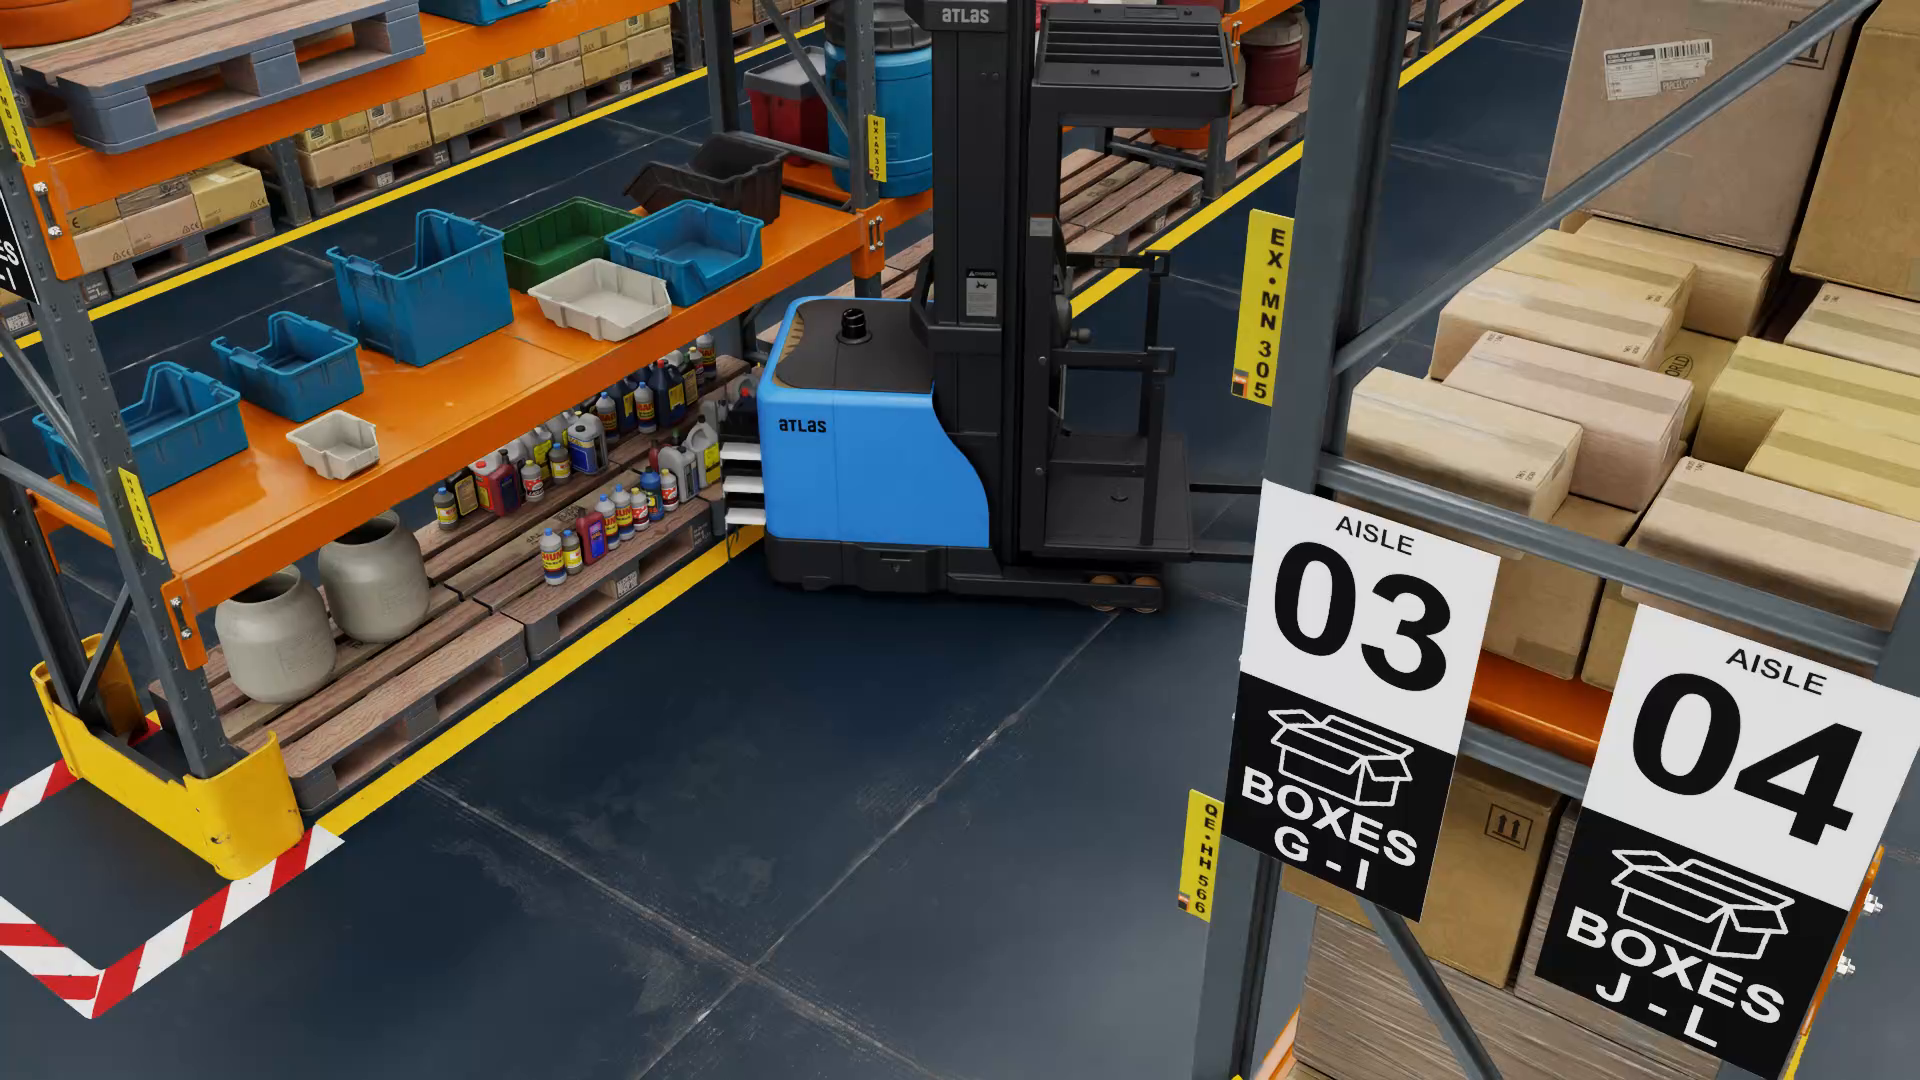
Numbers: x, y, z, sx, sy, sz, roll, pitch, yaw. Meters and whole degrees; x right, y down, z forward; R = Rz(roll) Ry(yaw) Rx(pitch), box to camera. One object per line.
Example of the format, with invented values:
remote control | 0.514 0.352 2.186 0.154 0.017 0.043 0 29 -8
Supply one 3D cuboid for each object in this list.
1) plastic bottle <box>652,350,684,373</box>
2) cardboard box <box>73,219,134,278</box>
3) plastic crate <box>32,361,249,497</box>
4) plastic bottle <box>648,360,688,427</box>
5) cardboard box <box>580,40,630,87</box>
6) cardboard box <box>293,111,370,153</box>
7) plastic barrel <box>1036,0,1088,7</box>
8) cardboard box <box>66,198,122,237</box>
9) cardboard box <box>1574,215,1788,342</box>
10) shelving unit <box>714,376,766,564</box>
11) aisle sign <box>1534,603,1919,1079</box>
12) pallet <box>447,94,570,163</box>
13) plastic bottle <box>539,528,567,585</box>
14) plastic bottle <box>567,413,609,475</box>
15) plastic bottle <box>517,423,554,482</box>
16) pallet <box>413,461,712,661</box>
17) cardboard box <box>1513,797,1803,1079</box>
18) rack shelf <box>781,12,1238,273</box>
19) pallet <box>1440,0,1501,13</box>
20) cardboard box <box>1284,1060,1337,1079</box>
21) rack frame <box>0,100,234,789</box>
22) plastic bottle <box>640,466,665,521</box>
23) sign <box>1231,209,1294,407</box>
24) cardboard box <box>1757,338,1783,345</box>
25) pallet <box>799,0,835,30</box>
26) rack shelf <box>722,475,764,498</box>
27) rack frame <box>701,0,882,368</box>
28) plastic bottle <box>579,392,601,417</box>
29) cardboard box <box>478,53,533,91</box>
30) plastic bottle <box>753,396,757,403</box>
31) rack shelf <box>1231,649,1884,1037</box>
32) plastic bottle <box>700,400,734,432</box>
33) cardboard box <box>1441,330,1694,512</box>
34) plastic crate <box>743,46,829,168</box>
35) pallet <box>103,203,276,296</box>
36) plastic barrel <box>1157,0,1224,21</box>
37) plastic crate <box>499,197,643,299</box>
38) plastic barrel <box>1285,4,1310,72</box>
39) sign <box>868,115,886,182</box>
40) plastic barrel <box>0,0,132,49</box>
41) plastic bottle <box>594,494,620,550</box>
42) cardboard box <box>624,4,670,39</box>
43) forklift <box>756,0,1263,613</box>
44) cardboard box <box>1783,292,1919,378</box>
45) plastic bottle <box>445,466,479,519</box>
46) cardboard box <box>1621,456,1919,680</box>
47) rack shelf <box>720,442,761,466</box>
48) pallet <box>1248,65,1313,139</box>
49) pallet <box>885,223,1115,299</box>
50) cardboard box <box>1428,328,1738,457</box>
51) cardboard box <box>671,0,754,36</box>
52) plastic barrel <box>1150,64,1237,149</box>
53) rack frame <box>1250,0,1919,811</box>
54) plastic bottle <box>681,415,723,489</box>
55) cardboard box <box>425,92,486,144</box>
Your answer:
plastic bottle | -1.556 -0.878 8.910 0.152 0.276 0.135 23 40 30
cardboard box | -5.571 -1.862 10.406 0.500 0.250 0.500 21 39 28
plastic crate | -3.094 -0.412 6.314 0.499 0.251 0.616 21 39 28
plastic bottle | -1.535 -0.788 8.710 0.144 0.351 0.185 21 39 28
cardboard box | -3.030 -3.890 13.404 0.500 0.250 0.500 21 39 28
cardboard box | -4.480 -2.950 11.514 0.500 0.311 0.500 21 40 28
plastic barrel | 0.538 -2.952 9.816 0.433 0.535 0.433 0 34 0
cardboard box | -5.581 -2.177 10.202 0.500 0.500 0.500 21 39 28
cardboard box | 1.515 -0.579 3.529 0.380 0.149 0.250 22 40 29
shelving unit | -1.008 -0.320 7.918 0.210 0.900 0.258 3 34 4
aisle sign | 1.147 0.482 2.539 0.394 0.787 0.004 21 39 28
pallet | -3.837 -3.333 12.990 1.003 0.211 1.213 21 39 28
plastic bottle | -1.844 0.065 7.518 0.097 0.271 0.097 0 34 0
plastic bottle | -1.868 -0.485 8.329 0.152 0.276 0.135 21 39 28
plastic bottle | -2.110 -0.466 8.234 0.144 0.351 0.185 23 40 30
pallet | -1.965 0.026 8.023 1.003 0.211 1.213 21 39 28
cardboard box | 1.473 0.689 3.305 0.500 0.500 0.500 21 39 28
rack shelf | 0.288 -2.611 10.075 1.077 0.370 4.000 21 39 28
pallet | 4.791 -5.430 16.090 1.003 0.211 1.213 21 39 28
cardboard box | 0.928 1.341 3.813 0.380 0.149 0.250 21 39 28
rack frame | -3.133 -0.148 5.791 1.000 3.000 0.127 21 39 28
plastic bottle | -1.476 -0.232 7.958 0.097 0.271 0.097 0 34 0
sign | 0.491 -0.361 2.639 0.100 0.325 0.005 21 39 28
cardboard box | 1.712 -0.125 3.213 0.500 0.250 0.500 20 39 27
pallet | -1.486 -5.149 15.675 1.003 0.211 1.213 21 39 28
rack shelf | -1.009 -0.292 7.937 0.200 0.077 0.258 3 34 4
rack frame | -0.853 -1.988 8.513 1.000 3.000 0.127 21 39 28
plastic bottle | -1.890 -0.657 8.576 0.061 0.283 0.133 23 40 30
cardboard box | -3.604 -3.658 12.561 0.500 0.311 0.500 22 40 29
plastic bottle | -0.983 -0.685 8.557 0.144 0.351 0.185 20 39 27
rack shelf | 2.076 -0.431 4.174 1.077 0.370 4.000 21 39 28
plastic bottle | -1.229 -0.601 8.500 0.152 0.276 0.135 21 39 28
cardboard box | 1.082 -0.221 2.999 0.380 0.149 0.250 20 39 27
plastic crate | -0.828 -2.336 8.969 0.402 0.464 0.583 21 39 28
pallet | -5.408 -2.065 11.115 1.003 0.211 1.213 21 39 28
plastic barrel | 1.412 -3.575 10.738 0.600 0.536 0.708 21 39 28
plastic crate | -1.859 -1.366 7.782 0.450 0.188 0.662 21 39 28
plastic barrel | 2.585 -4.011 13.350 0.421 0.512 0.421 0 34 0
sign | -0.407 -1.922 8.168 0.100 0.325 0.005 21 39 28
plastic barrel | -2.961 -2.006 5.103 0.600 0.830 0.708 21 39 28
plastic bottle | -1.648 -0.092 7.752 0.097 0.271 0.097 0 34 0
cardboard box | -2.735 -4.361 13.600 0.500 0.311 0.500 22 40 29
forklift | 0.625 -1.186 7.387 3.031 2.935 1.130 3 34 4
cardboard box | 1.766 -0.311 3.132 0.380 0.149 0.250 23 40 30
plastic bottle | -2.395 -0.250 7.973 0.061 0.283 0.133 22 40 29
cardboard box | 1.282 0.036 2.620 0.380 0.149 0.250 21 39 28
rack shelf | -1.007 -0.441 7.836 0.200 0.077 0.258 3 34 4
pallet | 2.540 -3.609 13.399 1.003 0.211 1.213 21 39 28
pallet | 0.258 -1.771 10.680 1.003 0.211 1.213 21 39 28
cardboard box | 1.284 -0.280 3.442 0.500 0.250 0.500 22 40 28
cardboard box | -2.145 -4.678 14.329 0.500 0.500 0.500 23 40 30
plastic barrel | 1.693 -3.335 12.066 0.600 0.830 0.708 21 39 28
rack frame | 0.935 -1.051 1.771 1.000 3.000 0.127 21 39 28
plastic bottle | -1.277 -0.448 8.207 0.144 0.351 0.185 21 39 28
cardboard box | -3.901 -3.188 12.366 0.500 0.250 0.500 20 39 27
